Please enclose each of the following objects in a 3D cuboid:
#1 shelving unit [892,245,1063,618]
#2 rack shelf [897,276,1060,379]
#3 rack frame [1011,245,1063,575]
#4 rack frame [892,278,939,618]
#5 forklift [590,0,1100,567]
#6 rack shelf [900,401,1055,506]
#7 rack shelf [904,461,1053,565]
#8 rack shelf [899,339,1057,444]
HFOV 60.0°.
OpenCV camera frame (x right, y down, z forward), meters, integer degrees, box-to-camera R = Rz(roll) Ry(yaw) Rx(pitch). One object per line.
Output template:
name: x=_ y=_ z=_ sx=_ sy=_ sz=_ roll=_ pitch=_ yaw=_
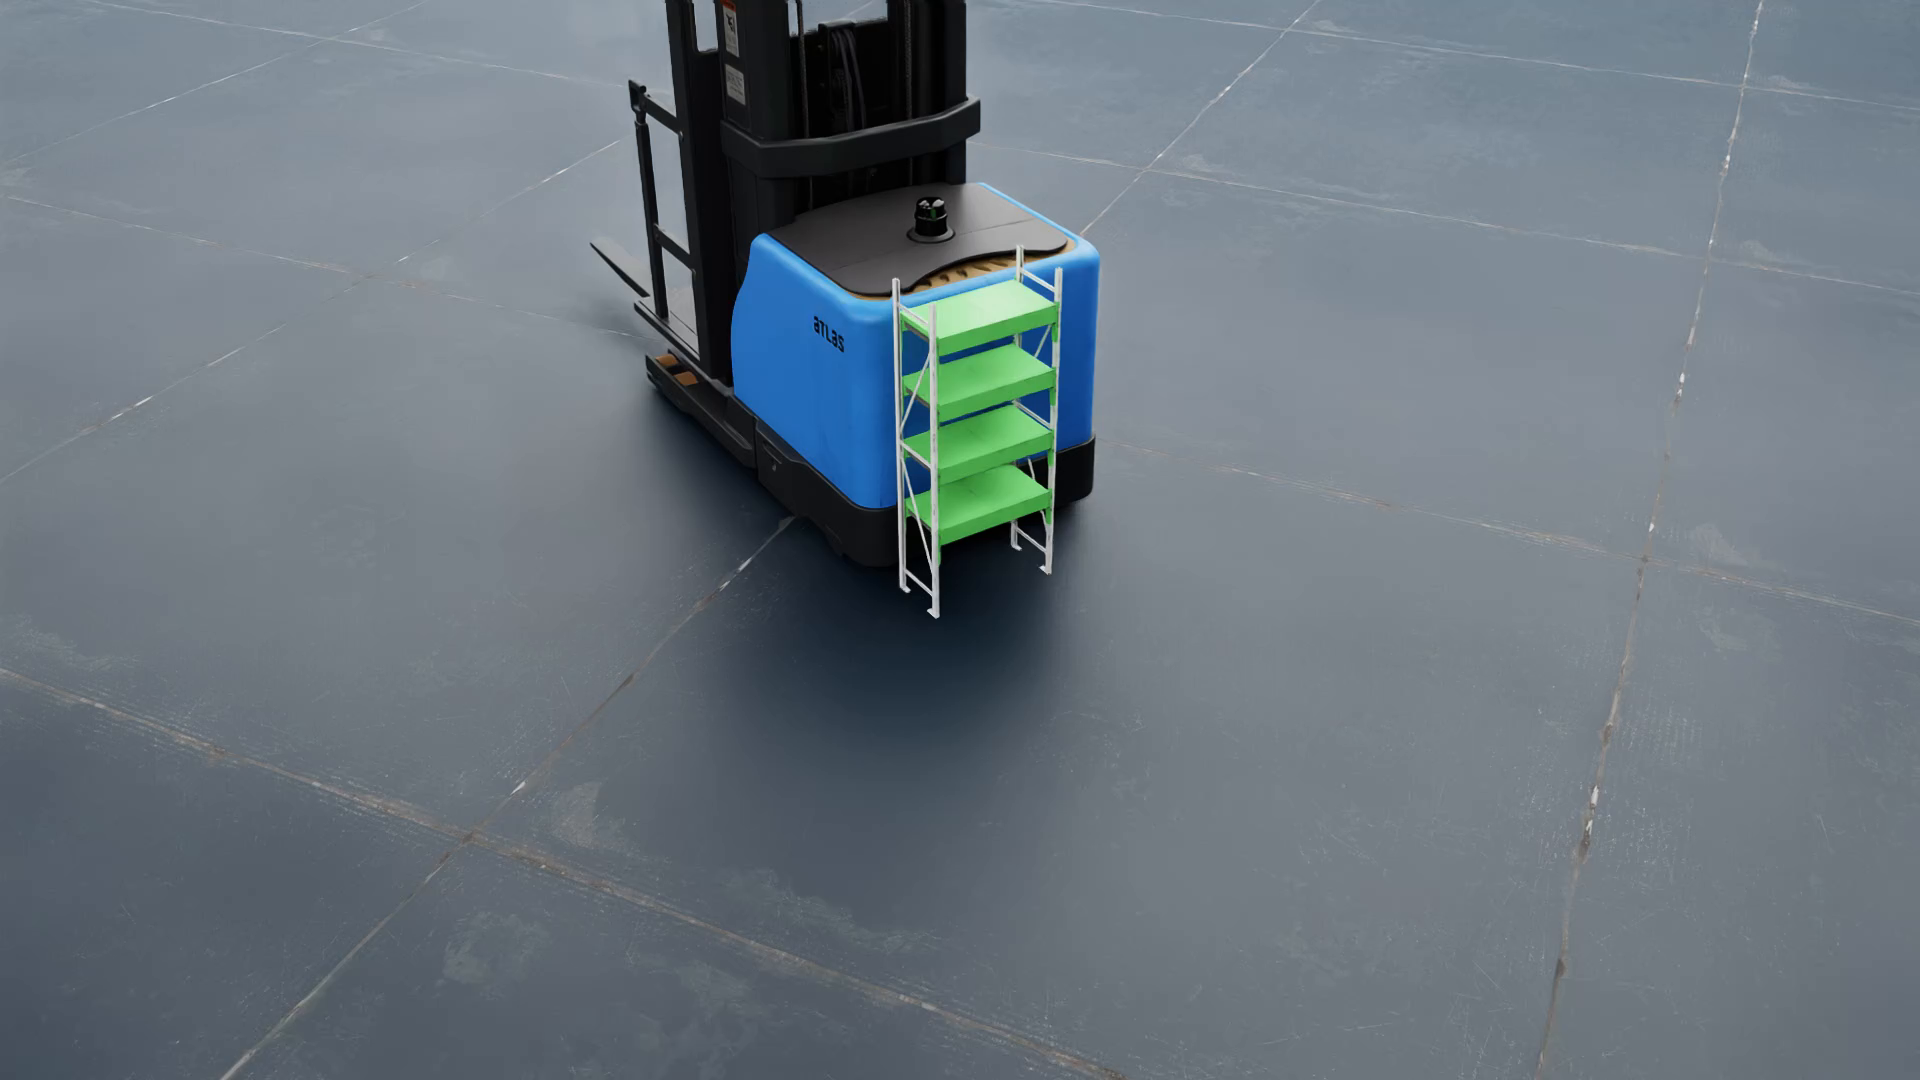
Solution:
shelving unit: x=0.058 y=-0.357 z=5.700 sx=0.503 sy=1.200 sz=0.258 roll=-20 pitch=38 yaw=-27
rack shelf: x=0.058 y=-0.705 z=5.472 sx=0.480 sy=0.148 sz=0.258 roll=-20 pitch=38 yaw=-27
rack frame: x=0.262 y=-0.431 z=5.813 sx=0.015 sy=1.200 sz=0.240 roll=-20 pitch=38 yaw=-27
rack frame: x=-0.145 y=-0.283 z=5.588 sx=0.015 sy=1.200 sz=0.240 roll=-20 pitch=38 yaw=-27
forklift: x=-0.702 y=-1.899 z=6.473 sx=1.130 sy=2.935 sz=3.031 roll=-19 pitch=38 yaw=-27
rack shelf: x=0.058 y=-0.304 z=5.735 sx=0.480 sy=0.148 sz=0.258 roll=-20 pitch=38 yaw=-27
rack shelf: x=0.058 y=-0.103 z=5.867 sx=0.480 sy=0.148 sz=0.258 roll=-20 pitch=38 yaw=-27
rack shelf: x=0.058 y=-0.504 z=5.604 sx=0.480 sy=0.148 sz=0.258 roll=-20 pitch=38 yaw=-27
